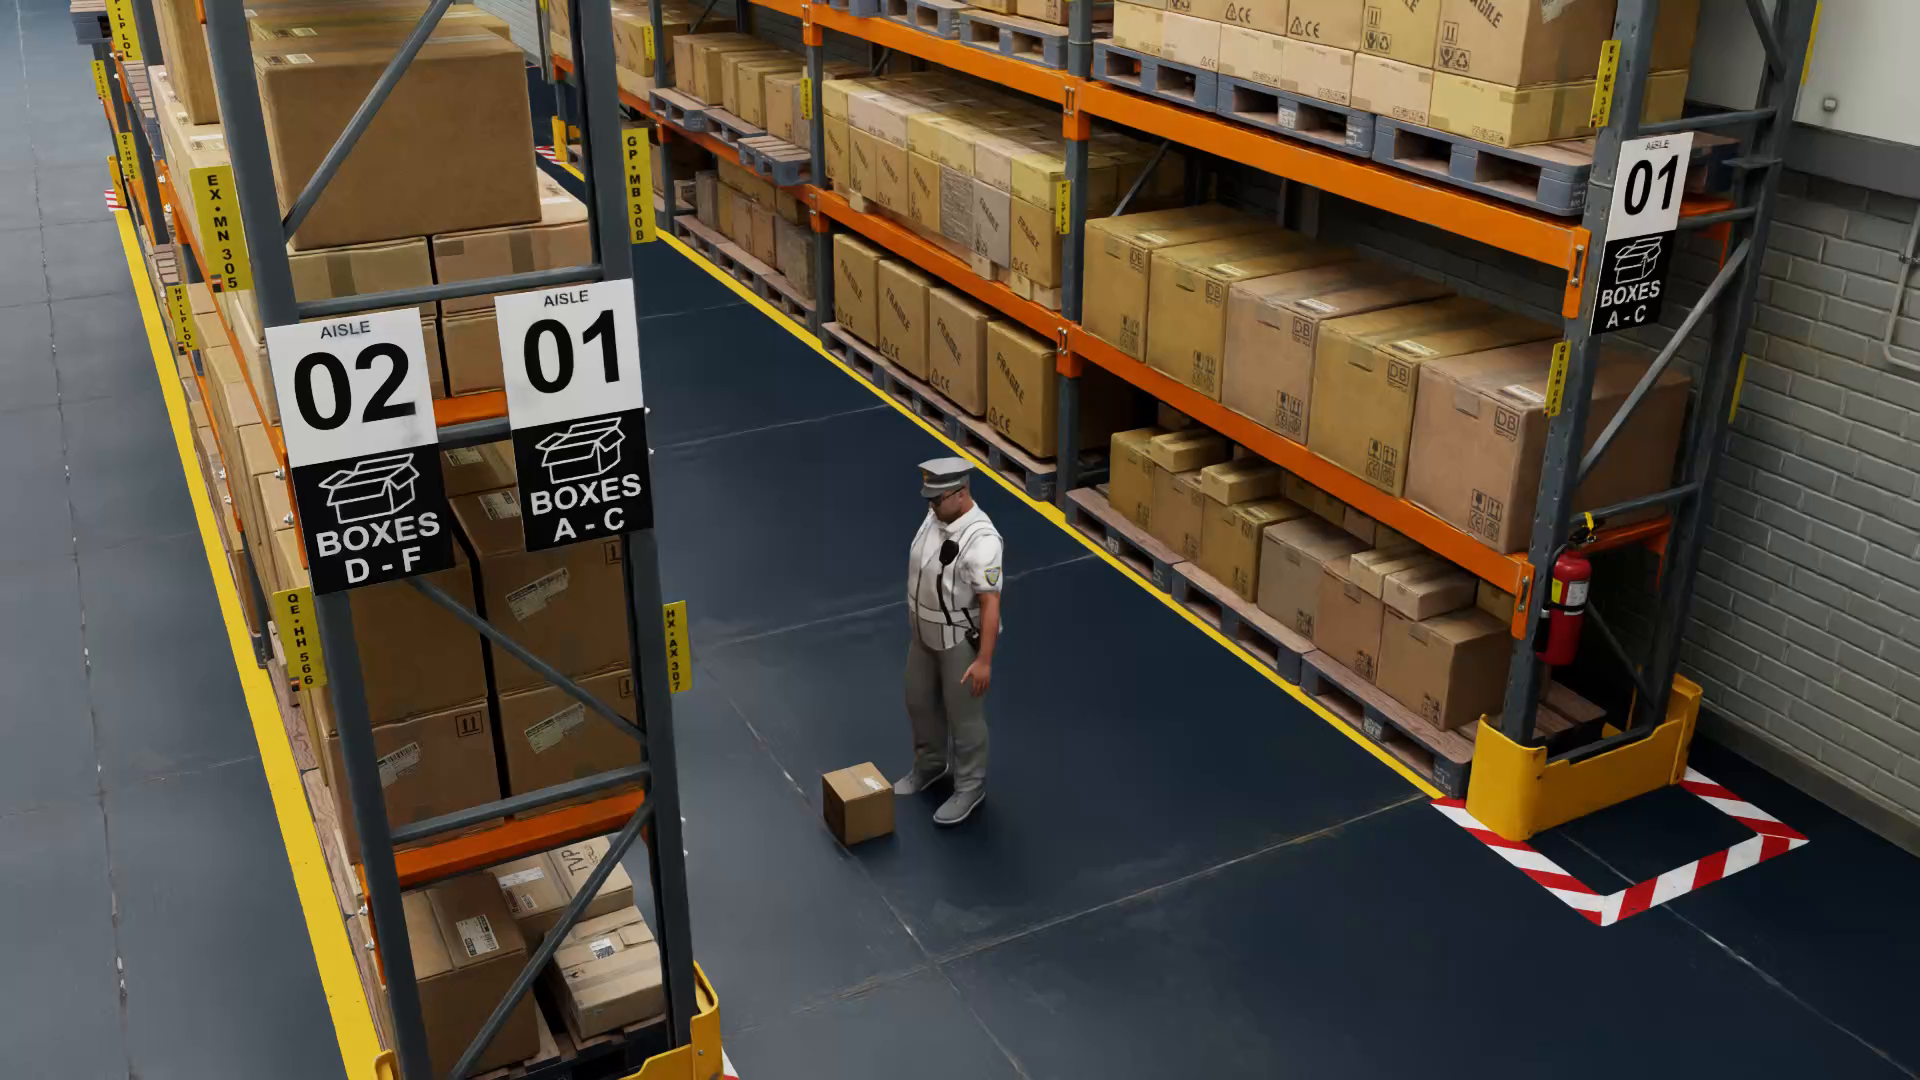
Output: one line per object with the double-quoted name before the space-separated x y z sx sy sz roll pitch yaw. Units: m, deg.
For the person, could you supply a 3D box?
"person" -0.032 0.475 7.627 0.435 1.795 0.615 -17 30 -31
